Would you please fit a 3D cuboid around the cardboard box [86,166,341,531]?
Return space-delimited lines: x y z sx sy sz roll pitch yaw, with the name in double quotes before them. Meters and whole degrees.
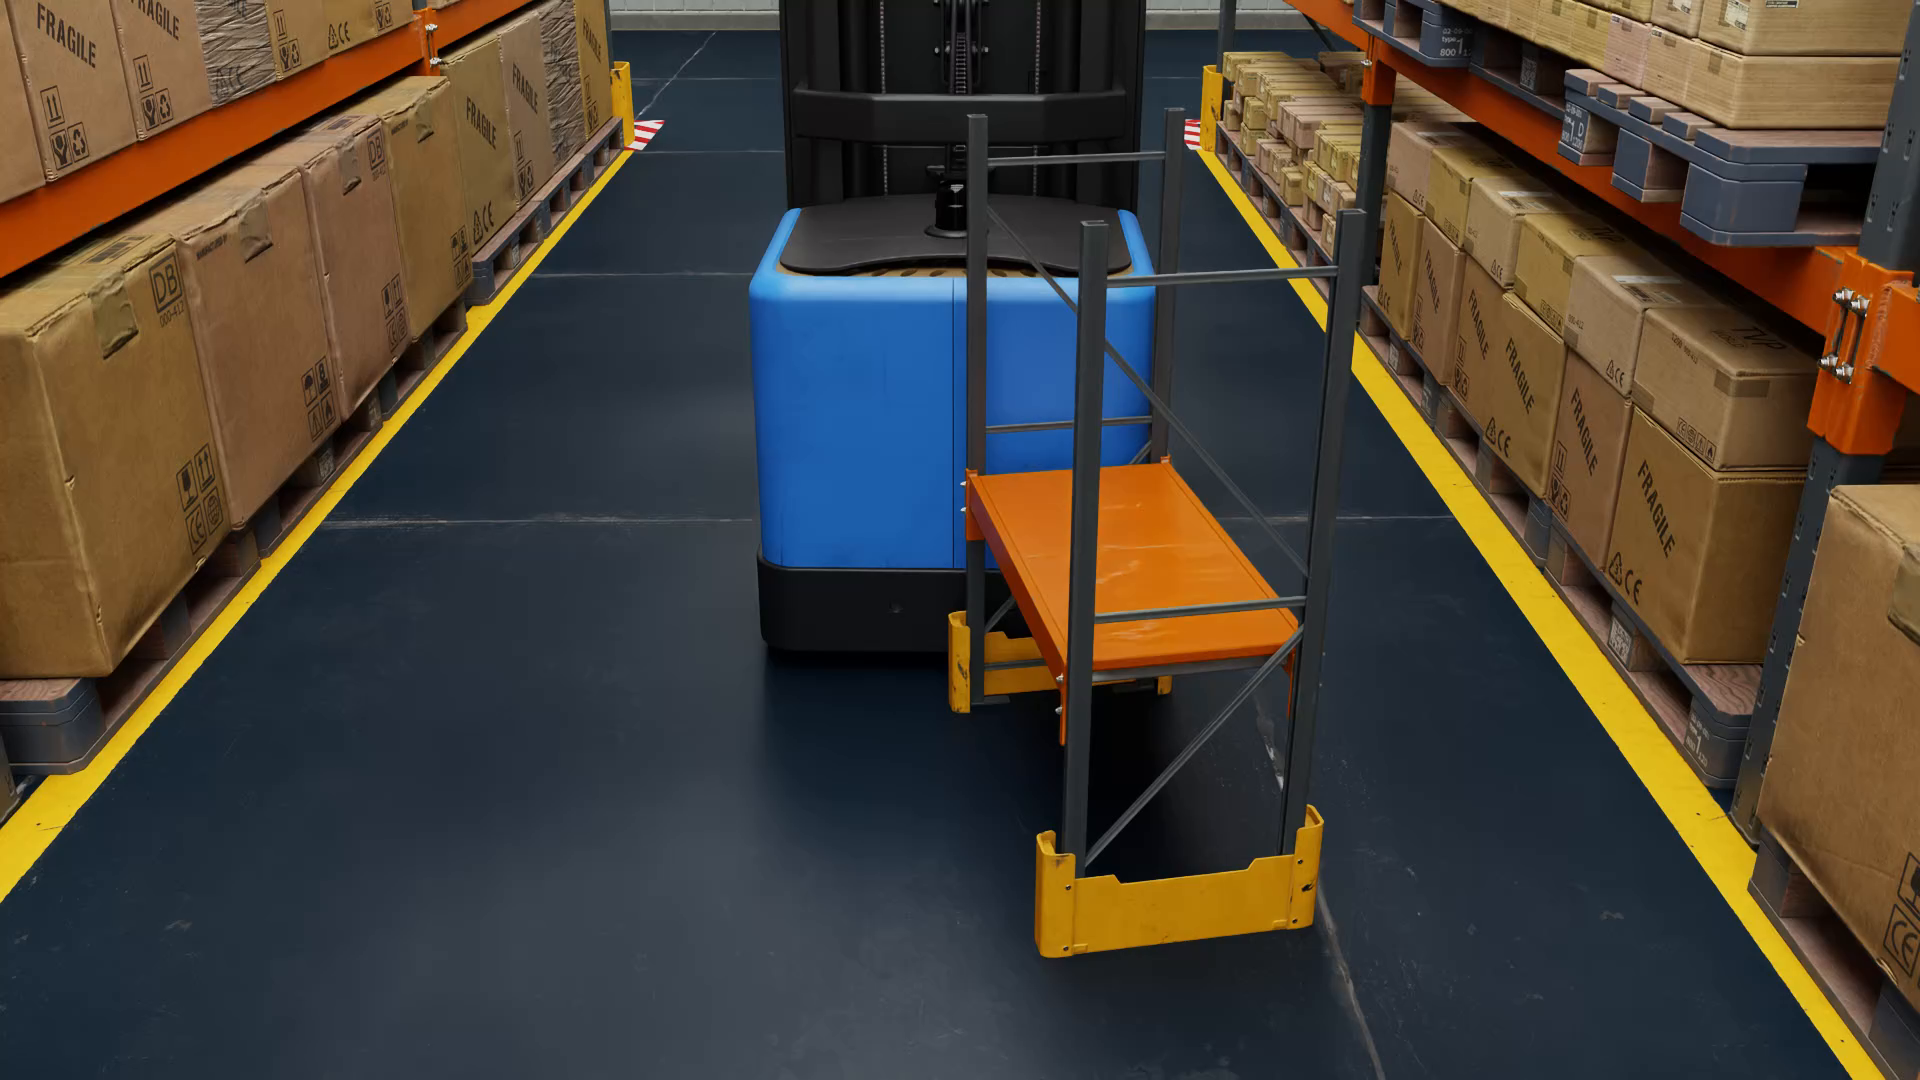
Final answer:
"cardboard box" -2.680 -0.597 4.998 1.225 0.875 0.875 0 24 0

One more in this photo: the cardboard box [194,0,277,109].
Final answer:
"cardboard box" -2.445 -1.598 5.022 0.500 0.500 0.500 0 24 0

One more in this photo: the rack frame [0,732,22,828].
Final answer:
"rack frame" -2.691 -0.722 3.205 1.000 3.000 0.127 0 24 -1

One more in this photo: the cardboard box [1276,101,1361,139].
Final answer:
"cardboard box" 1.874 -2.196 8.694 0.380 0.149 0.250 -1 24 -2

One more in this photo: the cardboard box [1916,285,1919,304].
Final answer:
"cardboard box" 2.004 -0.562 2.730 0.500 0.500 0.500 0 24 0

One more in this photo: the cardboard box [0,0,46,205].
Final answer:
"cardboard box" -2.425 -0.969 3.630 0.500 0.500 0.500 0 24 1

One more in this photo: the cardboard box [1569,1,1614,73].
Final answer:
"cardboard box" 1.801 -1.291 4.260 0.380 0.149 0.250 -1 24 -1

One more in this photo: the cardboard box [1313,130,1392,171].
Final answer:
"cardboard box" 1.909 -1.867 7.966 0.380 0.149 0.250 0 24 -1

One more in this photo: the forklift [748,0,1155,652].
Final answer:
"forklift" 0.012 -1.595 5.220 1.130 2.935 3.031 0 24 1

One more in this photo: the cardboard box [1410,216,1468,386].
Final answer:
"cardboard box" 1.976 -0.879 6.078 0.500 0.500 0.500 1 24 2

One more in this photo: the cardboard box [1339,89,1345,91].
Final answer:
"cardboard box" 2.422 -2.702 10.174 0.380 0.149 0.250 -1 24 -2

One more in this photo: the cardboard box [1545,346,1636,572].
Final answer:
"cardboard box" 1.999 -0.239 4.661 0.500 0.500 0.500 1 24 2

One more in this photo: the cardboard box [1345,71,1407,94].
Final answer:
"cardboard box" 2.456 -2.628 9.649 0.380 0.149 0.250 -1 24 -3

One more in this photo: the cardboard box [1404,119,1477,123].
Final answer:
"cardboard box" 2.408 -1.982 8.220 0.380 0.149 0.250 -1 24 -2

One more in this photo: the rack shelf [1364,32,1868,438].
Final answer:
"rack shelf" 2.247 -1.199 5.133 1.077 0.370 4.000 0 24 -1

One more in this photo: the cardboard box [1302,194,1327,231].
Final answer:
"cardboard box" 1.894 -1.619 8.140 0.380 0.149 0.250 -1 24 -2

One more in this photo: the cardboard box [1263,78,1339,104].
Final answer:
"cardboard box" 1.925 -2.511 9.390 0.380 0.149 0.250 1 24 2

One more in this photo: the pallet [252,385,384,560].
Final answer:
"pallet" -2.635 -0.278 5.608 1.003 0.211 1.213 0 24 -1

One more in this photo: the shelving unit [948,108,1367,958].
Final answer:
"shelving unit" 0.355 -0.074 3.595 0.587 1.500 1.083 -4 25 -10

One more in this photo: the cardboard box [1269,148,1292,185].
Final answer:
"cardboard box" 1.898 -2.036 9.063 0.380 0.149 0.250 0 24 -1

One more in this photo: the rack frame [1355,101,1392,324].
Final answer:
"rack frame" 2.226 -2.350 6.807 1.000 3.000 0.127 0 24 -1

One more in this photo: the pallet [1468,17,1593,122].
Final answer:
"pallet" 2.207 -1.430 5.005 1.003 0.211 1.213 0 24 -1

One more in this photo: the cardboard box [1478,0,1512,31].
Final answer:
"cardboard box" 1.789 -1.621 4.990 0.380 0.149 0.250 -1 24 -3

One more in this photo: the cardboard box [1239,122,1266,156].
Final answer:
"cardboard box" 1.855 -2.358 9.774 0.380 0.149 0.250 0 24 0

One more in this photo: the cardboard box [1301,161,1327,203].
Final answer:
"cardboard box" 1.868 -1.729 8.021 0.380 0.149 0.250 -1 24 -2

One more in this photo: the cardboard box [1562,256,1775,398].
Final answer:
"cardboard box" 1.983 -0.585 4.517 0.500 0.250 0.500 0 24 0

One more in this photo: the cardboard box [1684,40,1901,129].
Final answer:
"cardboard box" 1.804 -0.980 3.573 0.380 0.149 0.250 0 24 0

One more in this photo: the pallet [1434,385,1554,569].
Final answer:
"pallet" 2.252 -0.255 5.558 1.003 0.211 1.213 0 24 -1

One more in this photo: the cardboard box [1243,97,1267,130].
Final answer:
"cardboard box" 1.863 -2.490 9.704 0.380 0.149 0.250 0 24 1

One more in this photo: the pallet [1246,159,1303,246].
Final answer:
"pallet" 2.167 -1.860 9.107 1.003 0.211 1.213 0 24 -1

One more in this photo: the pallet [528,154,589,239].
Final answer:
"pallet" -2.681 -1.917 9.232 1.003 0.211 1.213 0 24 -1

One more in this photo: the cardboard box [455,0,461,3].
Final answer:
"cardboard box" -2.409 -2.487 7.414 0.380 0.149 0.250 -1 24 -2

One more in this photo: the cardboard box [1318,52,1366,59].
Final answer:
"cardboard box" 2.441 -2.945 10.350 0.380 0.149 0.250 0 24 0

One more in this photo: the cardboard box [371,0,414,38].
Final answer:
"cardboard box" -2.457 -2.224 6.406 0.500 0.500 0.500 0 24 0

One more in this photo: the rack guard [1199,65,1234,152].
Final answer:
"rack guard" 2.183 -2.828 10.897 1.175 0.500 0.348 0 24 -1

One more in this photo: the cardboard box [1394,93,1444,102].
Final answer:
"cardboard box" 2.438 -2.301 8.925 0.380 0.149 0.250 0 24 0

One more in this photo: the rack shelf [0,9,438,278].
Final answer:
"rack shelf" -2.713 -1.218 5.176 1.077 0.370 4.000 0 24 -1

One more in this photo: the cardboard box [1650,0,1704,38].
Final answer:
"cardboard box" 1.804 -1.226 3.755 0.380 0.149 0.250 1 24 1

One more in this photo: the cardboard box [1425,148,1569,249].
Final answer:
"cardboard box" 1.978 -1.219 5.920 0.500 0.250 0.500 0 24 1

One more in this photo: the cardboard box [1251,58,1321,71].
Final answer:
"cardboard box" 1.971 -2.832 10.099 0.380 0.149 0.250 0 24 0

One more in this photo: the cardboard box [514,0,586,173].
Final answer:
"cardboard box" -2.682 -2.603 9.434 0.875 0.875 0.875 0 24 -1

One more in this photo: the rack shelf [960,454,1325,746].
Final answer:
"rack shelf" 0.357 0.093 3.661 0.538 0.185 1.000 -4 25 -10
